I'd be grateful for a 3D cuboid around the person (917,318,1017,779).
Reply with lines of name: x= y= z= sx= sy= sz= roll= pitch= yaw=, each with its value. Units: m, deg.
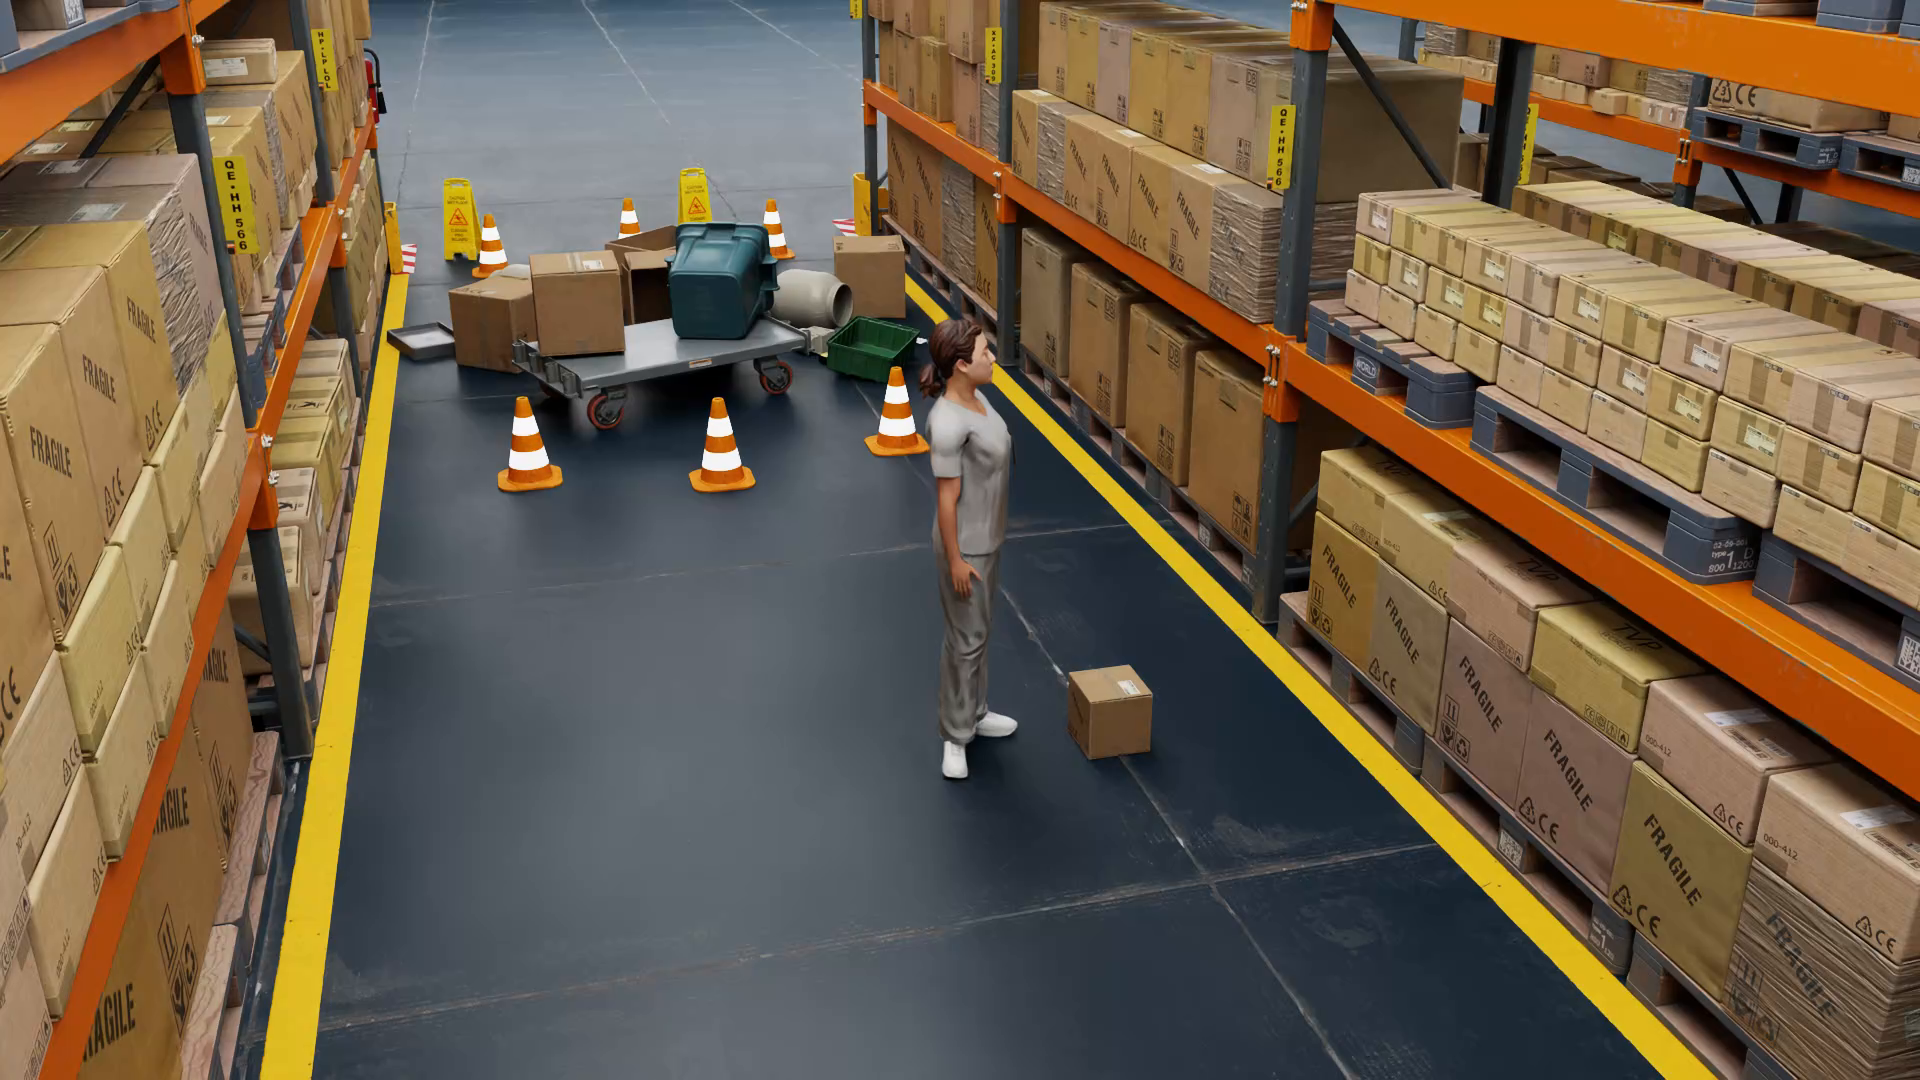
person: x=0.018 y=0.018 z=6.039 sx=0.361 sy=1.682 sz=0.553 roll=5 pitch=23 yaw=11
